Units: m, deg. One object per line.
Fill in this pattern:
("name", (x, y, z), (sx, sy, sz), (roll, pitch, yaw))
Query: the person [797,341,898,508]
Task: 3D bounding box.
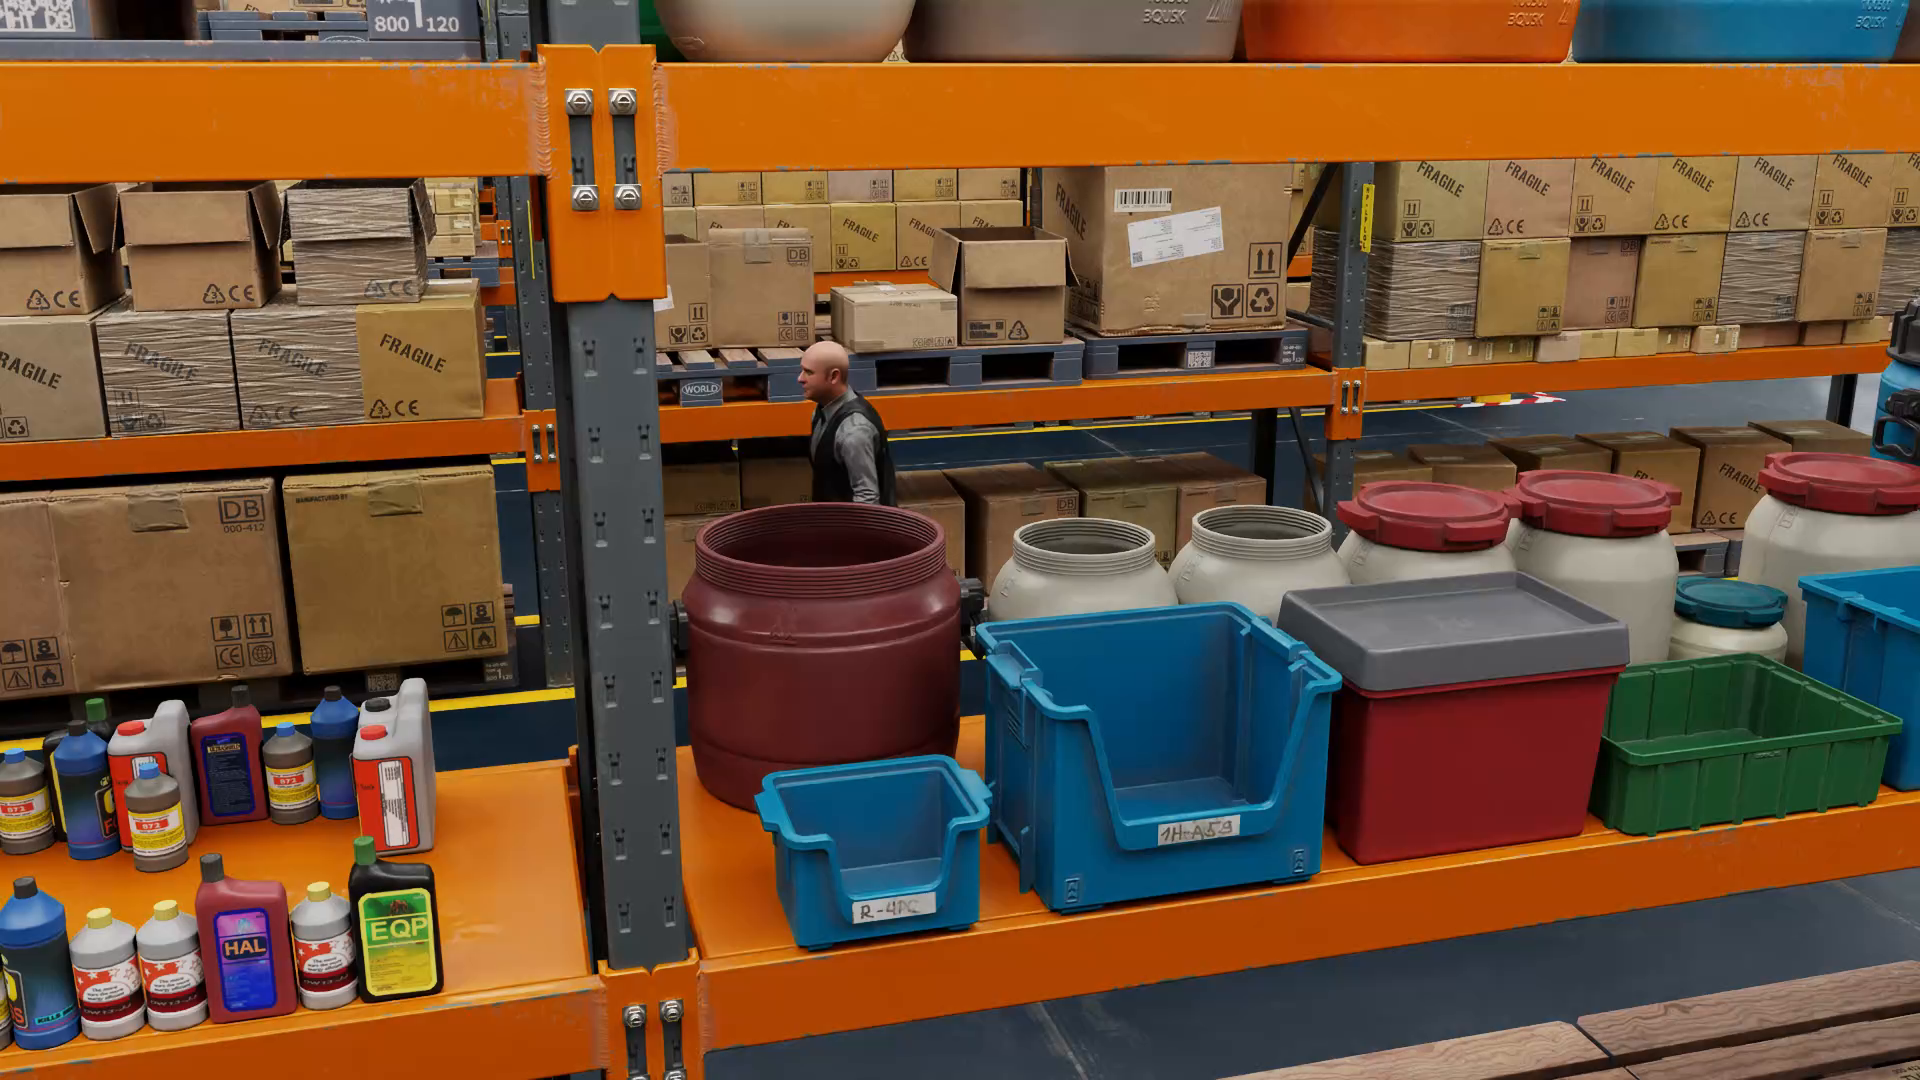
("person", (-0.484, 0.006, 7.050), (0.419, 1.722, 0.594), (-5, 17, -18))
